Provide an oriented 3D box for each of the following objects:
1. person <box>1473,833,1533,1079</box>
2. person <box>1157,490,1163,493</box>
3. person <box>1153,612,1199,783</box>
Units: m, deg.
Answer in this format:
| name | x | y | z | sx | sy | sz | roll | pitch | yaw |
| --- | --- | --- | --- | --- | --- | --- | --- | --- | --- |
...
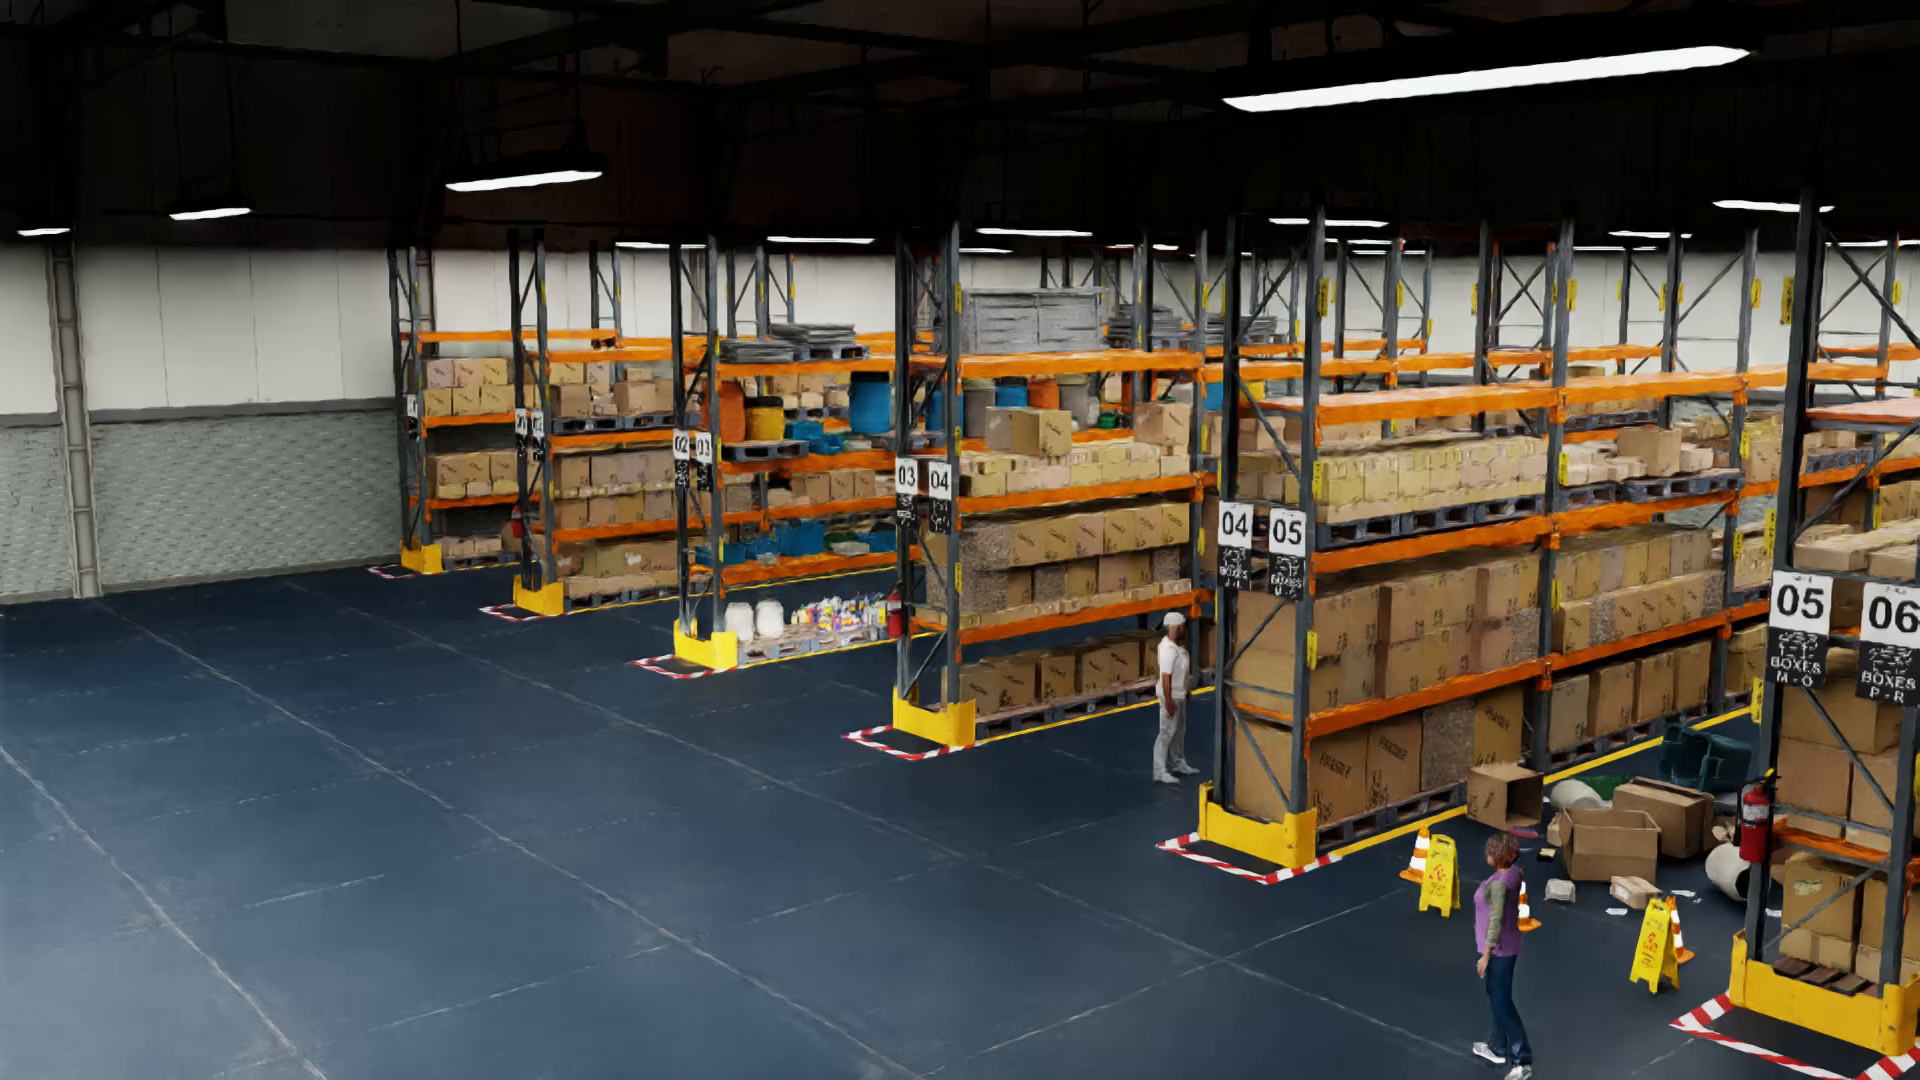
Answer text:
| name | x | y | z | sx | sy | sz | roll | pitch | yaw |
| --- | --- | --- | --- | --- | --- | --- | --- | --- | --- |
| person | 3.582 | 2.729 | 10.927 | 0.435 | 1.594 | 0.594 | 4 | 10 | 25 |
| person | 4.771 | -2.023 | 41.159 | 0.714 | 1.757 | 0.473 | 0 | 9 | -1 |
| person | 2.271 | 1.620 | 17.376 | 0.452 | 1.768 | 0.632 | 3 | 9 | 19 |
